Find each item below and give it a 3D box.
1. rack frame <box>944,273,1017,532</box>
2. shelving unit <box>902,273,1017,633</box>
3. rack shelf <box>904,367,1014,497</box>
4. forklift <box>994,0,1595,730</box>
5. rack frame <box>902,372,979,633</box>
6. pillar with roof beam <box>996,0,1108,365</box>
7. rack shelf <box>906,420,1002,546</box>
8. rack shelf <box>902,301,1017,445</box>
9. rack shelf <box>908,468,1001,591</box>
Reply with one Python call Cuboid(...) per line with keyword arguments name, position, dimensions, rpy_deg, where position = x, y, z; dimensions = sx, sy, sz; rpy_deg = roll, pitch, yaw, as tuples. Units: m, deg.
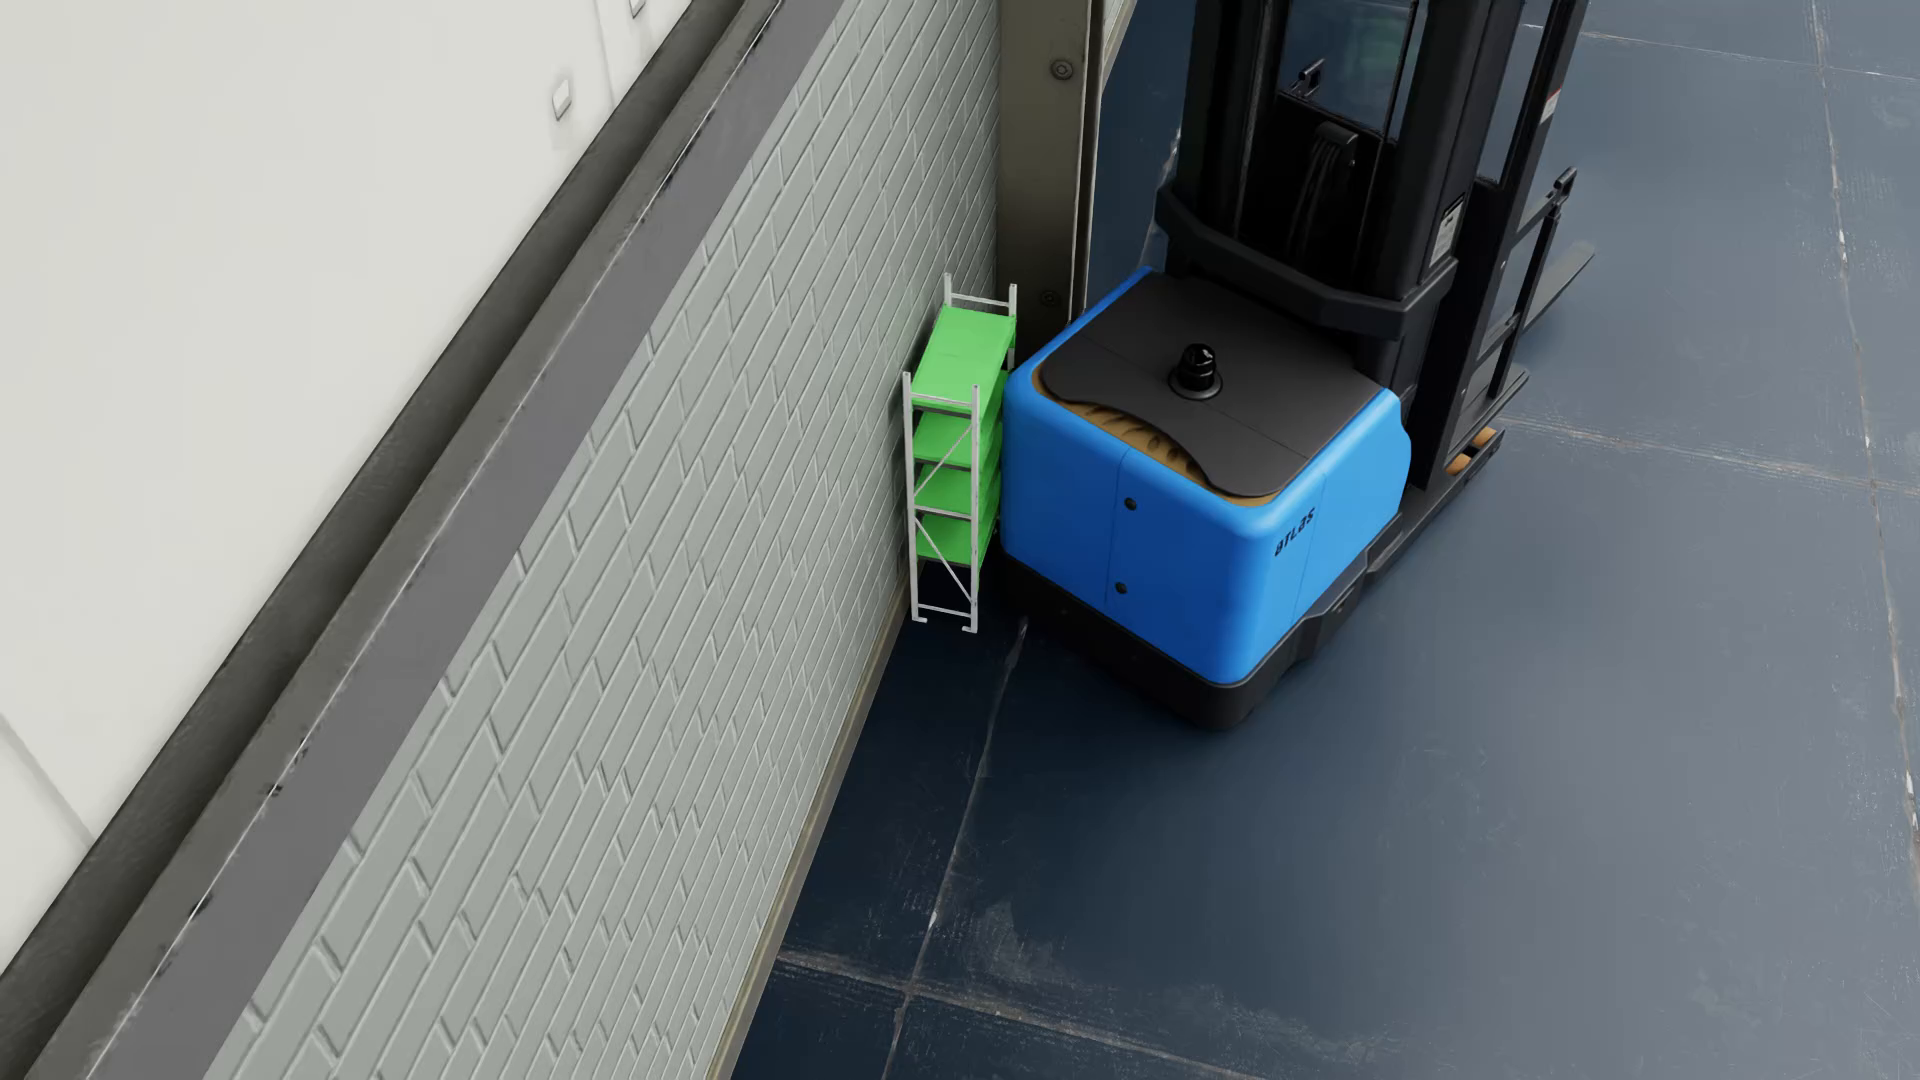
Cuboid(name="rack frame", position=(0.067, -0.445, 5.842), dimensions=(0.240, 1.200, 0.015), rpy_deg=(11, 50, 10))
Cuboid(name="shelving unit", position=(0.005, -0.268, 5.686), dimensions=(0.258, 1.200, 0.503), rpy_deg=(11, 50, 10))
Cuboid(name="rack shelf", position=(0.005, -0.385, 5.554), dimensions=(0.258, 0.148, 0.480), rpy_deg=(11, 50, 10))
Cuboid(name="forklift", position=(1.461, -1.369, 5.503), dimensions=(1.130, 2.935, 3.031), rpy_deg=(33, 56, 25))
Cuboid(name="rack frame", position=(-0.057, -0.091, 5.530), dimensions=(0.240, 1.200, 0.015), rpy_deg=(11, 50, 10))
Cuboid(name="pillar with roof beam", position=(4.489, -2.992, 2.889), dimensions=(9.100, 9.000, 0.400), rpy_deg=(12, 50, 10))
Cuboid(name="rack shelf", position=(0.005, -0.226, 5.734), dimensions=(0.258, 0.148, 0.480), rpy_deg=(11, 50, 10))
Cuboid(name="rack shelf", position=(0.004, -0.544, 5.374), dimensions=(0.258, 0.148, 0.480), rpy_deg=(11, 50, 10))
Cuboid(name="rack shelf", position=(0.006, -0.067, 5.914), dimensions=(0.258, 0.148, 0.480), rpy_deg=(11, 50, 10))
